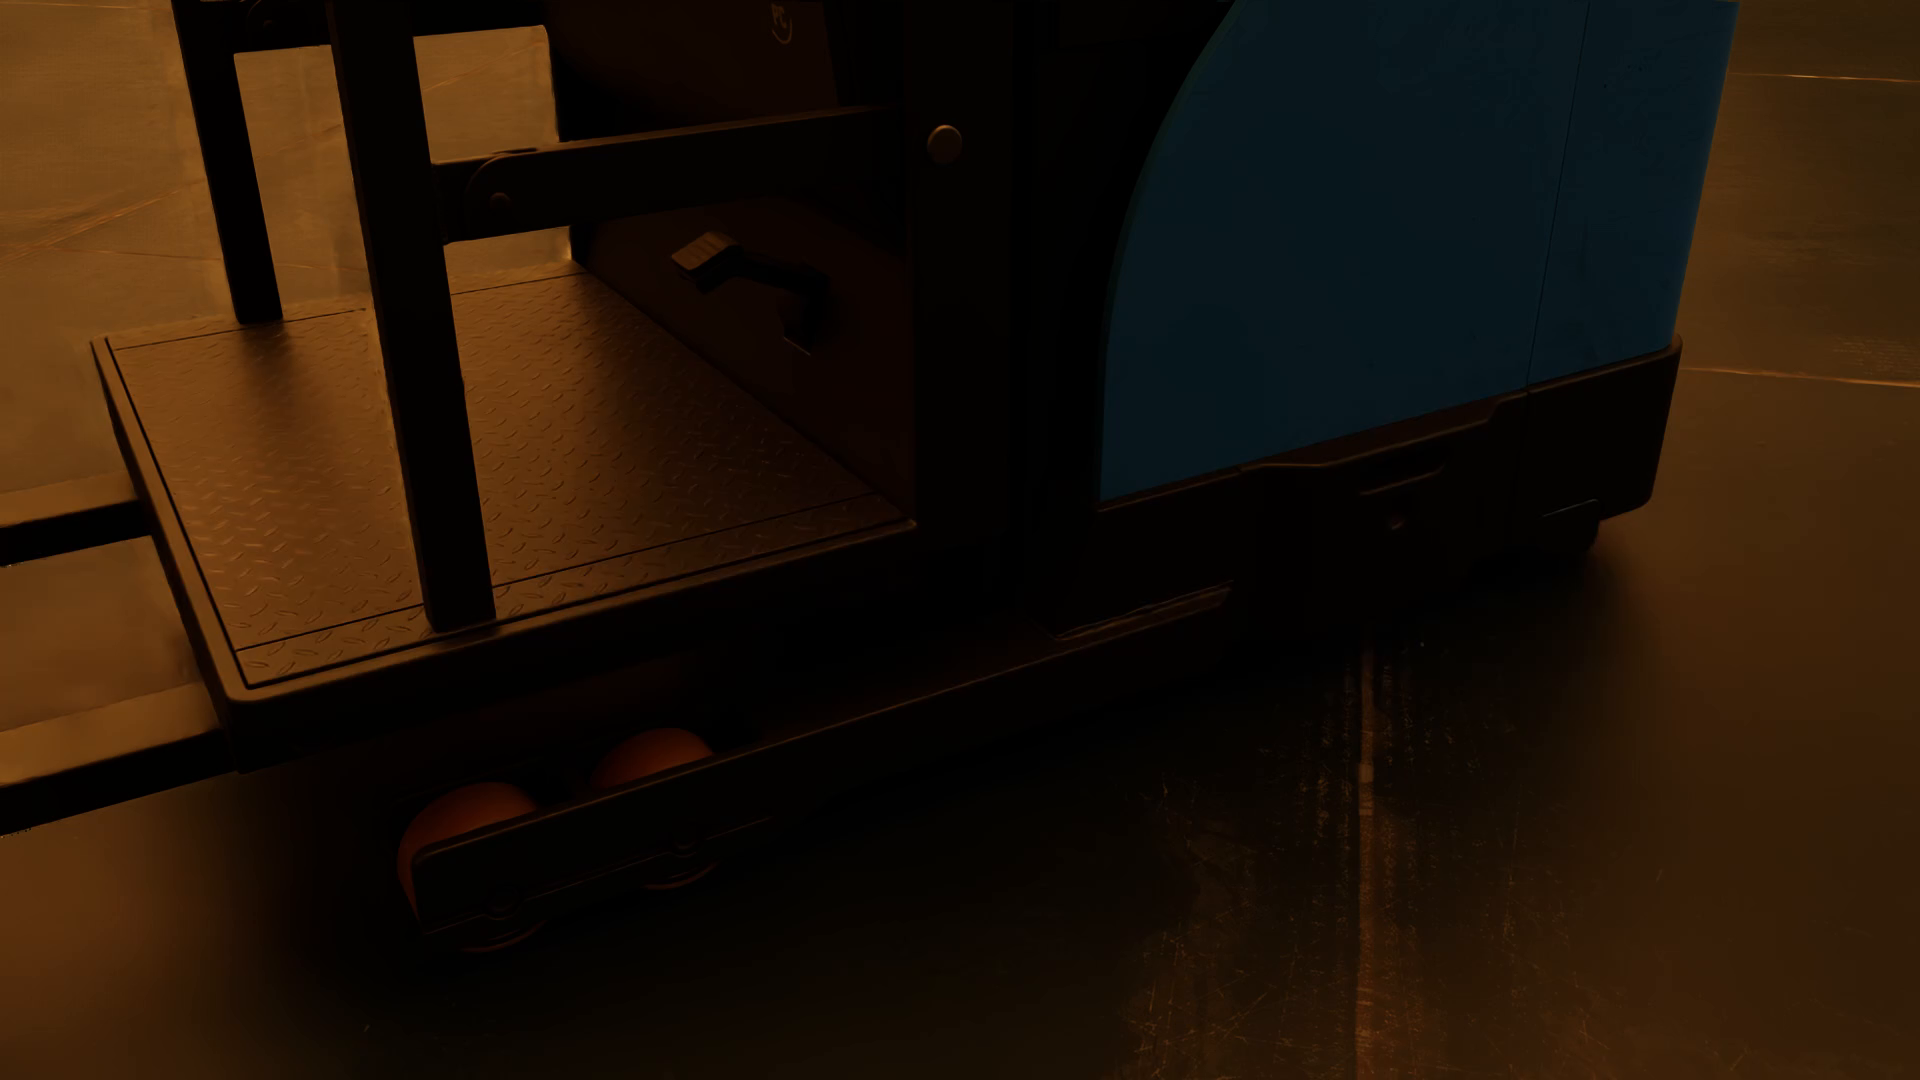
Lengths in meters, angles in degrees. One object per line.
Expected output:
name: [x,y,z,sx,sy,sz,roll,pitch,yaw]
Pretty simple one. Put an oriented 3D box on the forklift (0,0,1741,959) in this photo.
forklift: [-0.493,-1.166,1.557,3.031,2.935,1.130,-15,30,-27]
